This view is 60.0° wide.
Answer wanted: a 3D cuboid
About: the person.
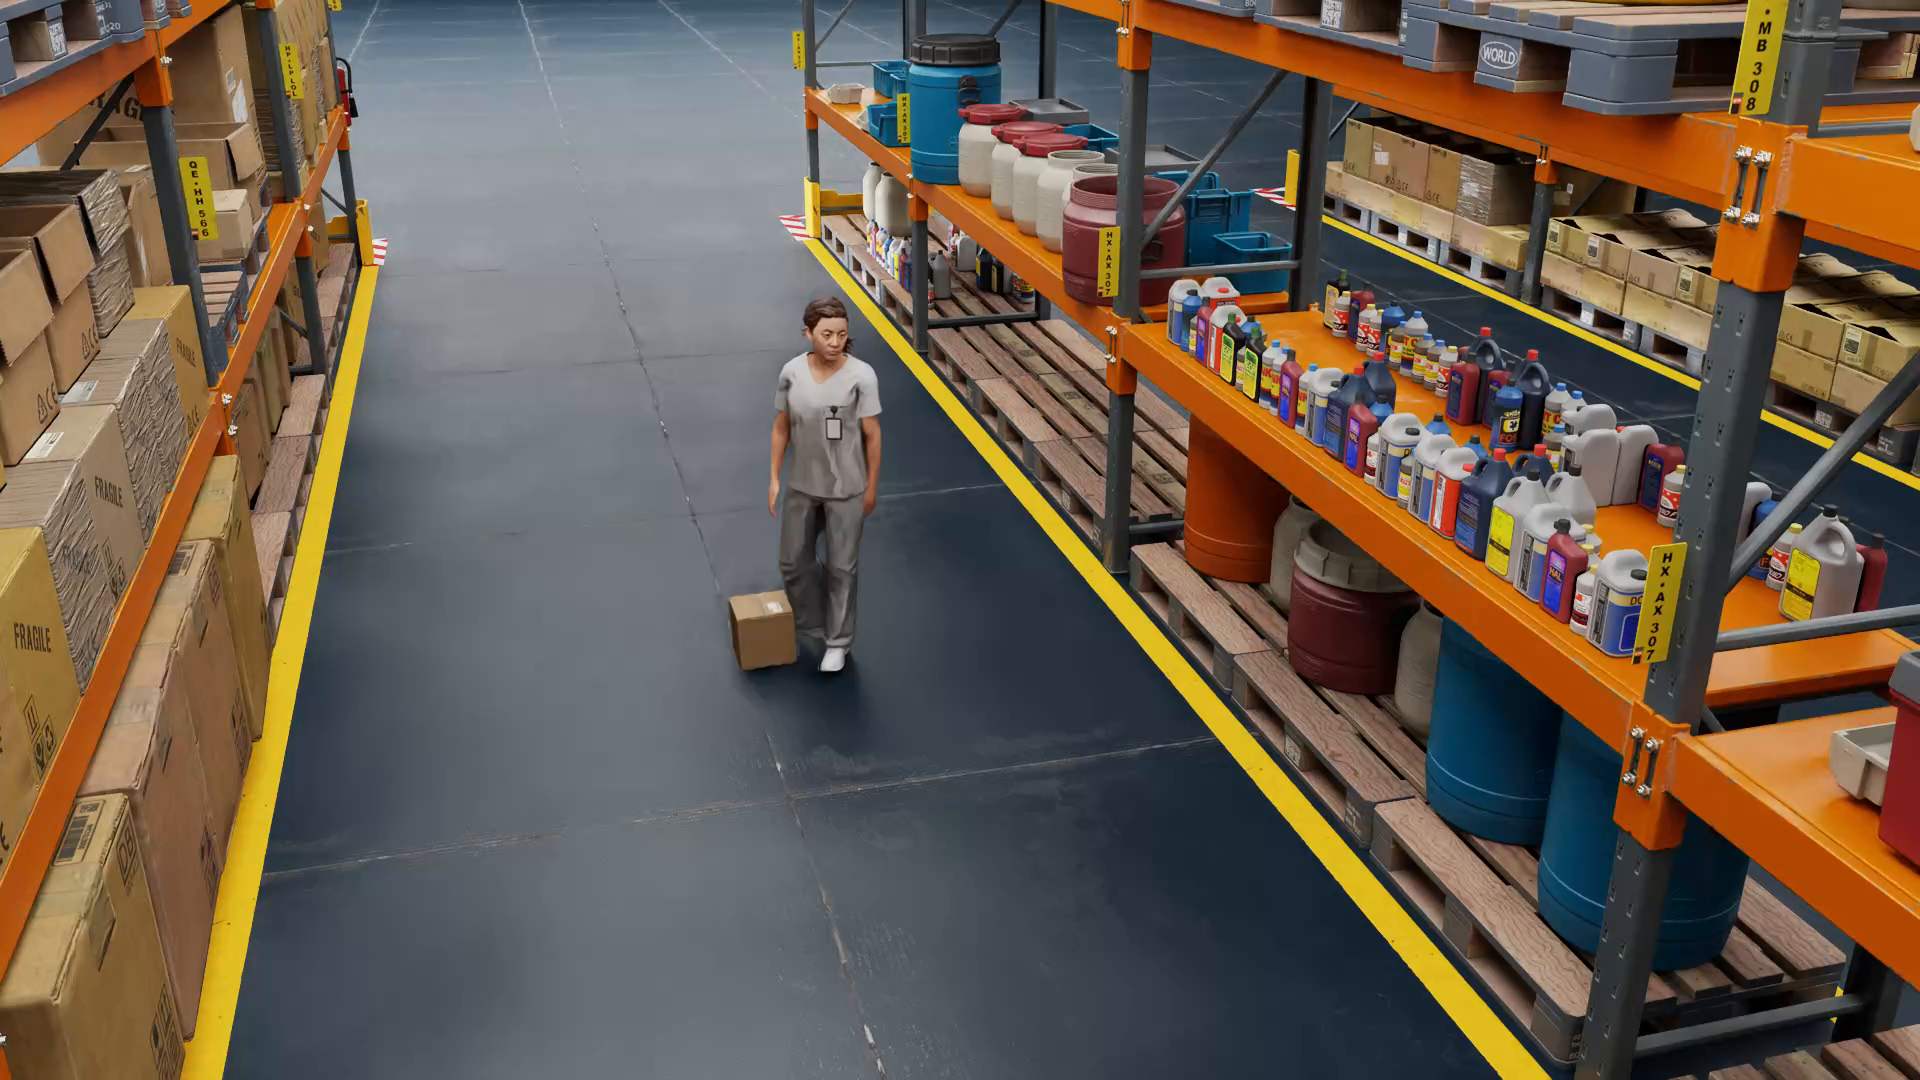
[{"bbox_3d":[-0.624,-0.247,7.134,0.616,1.669,0.409,7,24,16],"label":"person"}]
